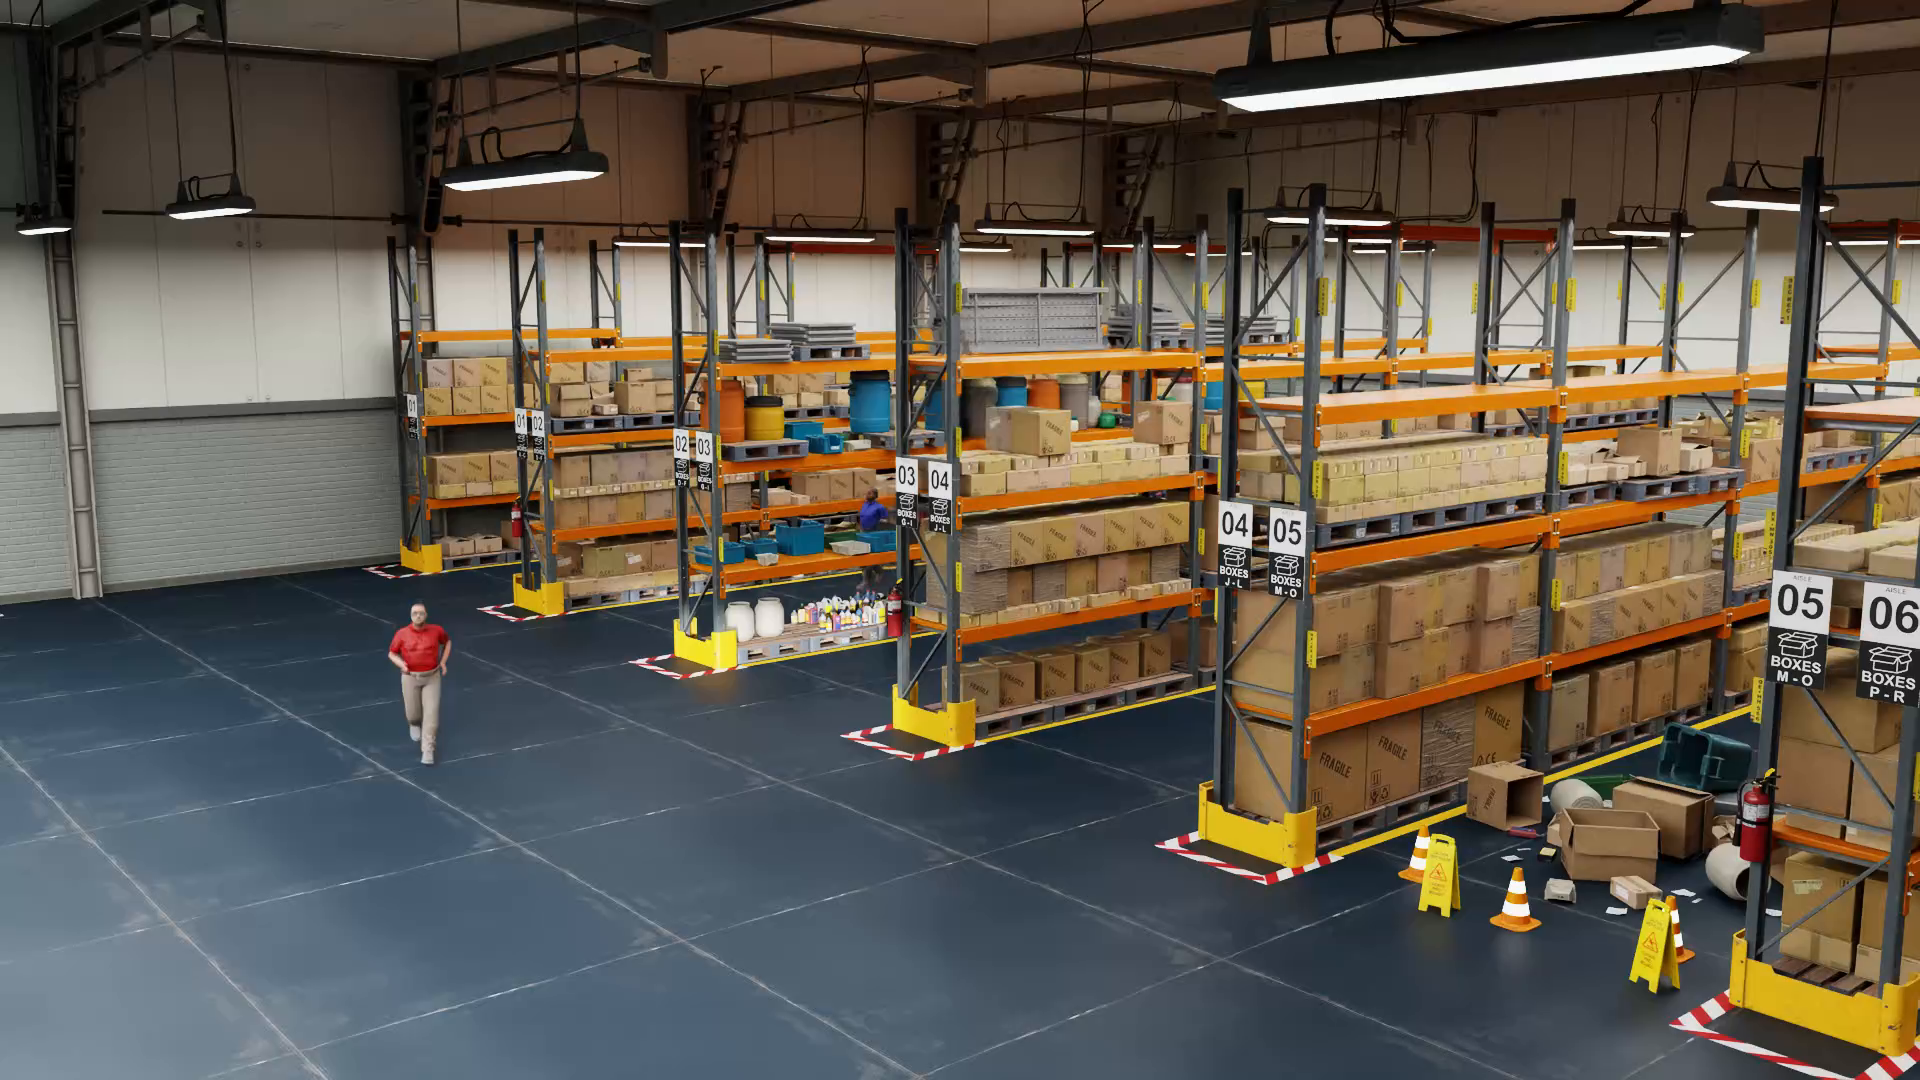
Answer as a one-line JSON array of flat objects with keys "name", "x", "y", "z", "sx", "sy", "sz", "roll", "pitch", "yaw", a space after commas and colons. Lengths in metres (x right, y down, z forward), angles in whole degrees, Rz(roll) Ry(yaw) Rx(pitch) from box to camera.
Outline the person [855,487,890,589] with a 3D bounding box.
[{"name": "person", "x": -1.449, "y": -0.037, "z": 26.814, "sx": 0.593, "sy": 1.620, "sz": 0.607, "roll": 7, "pitch": 11, "yaw": 40}]

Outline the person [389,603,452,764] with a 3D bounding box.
[{"name": "person", "x": -5.878, "y": 1.533, "z": 18.173, "sx": 0.665, "sy": 1.700, "sz": 0.923, "roll": -3, "pitch": 9, "yaw": -19}]
